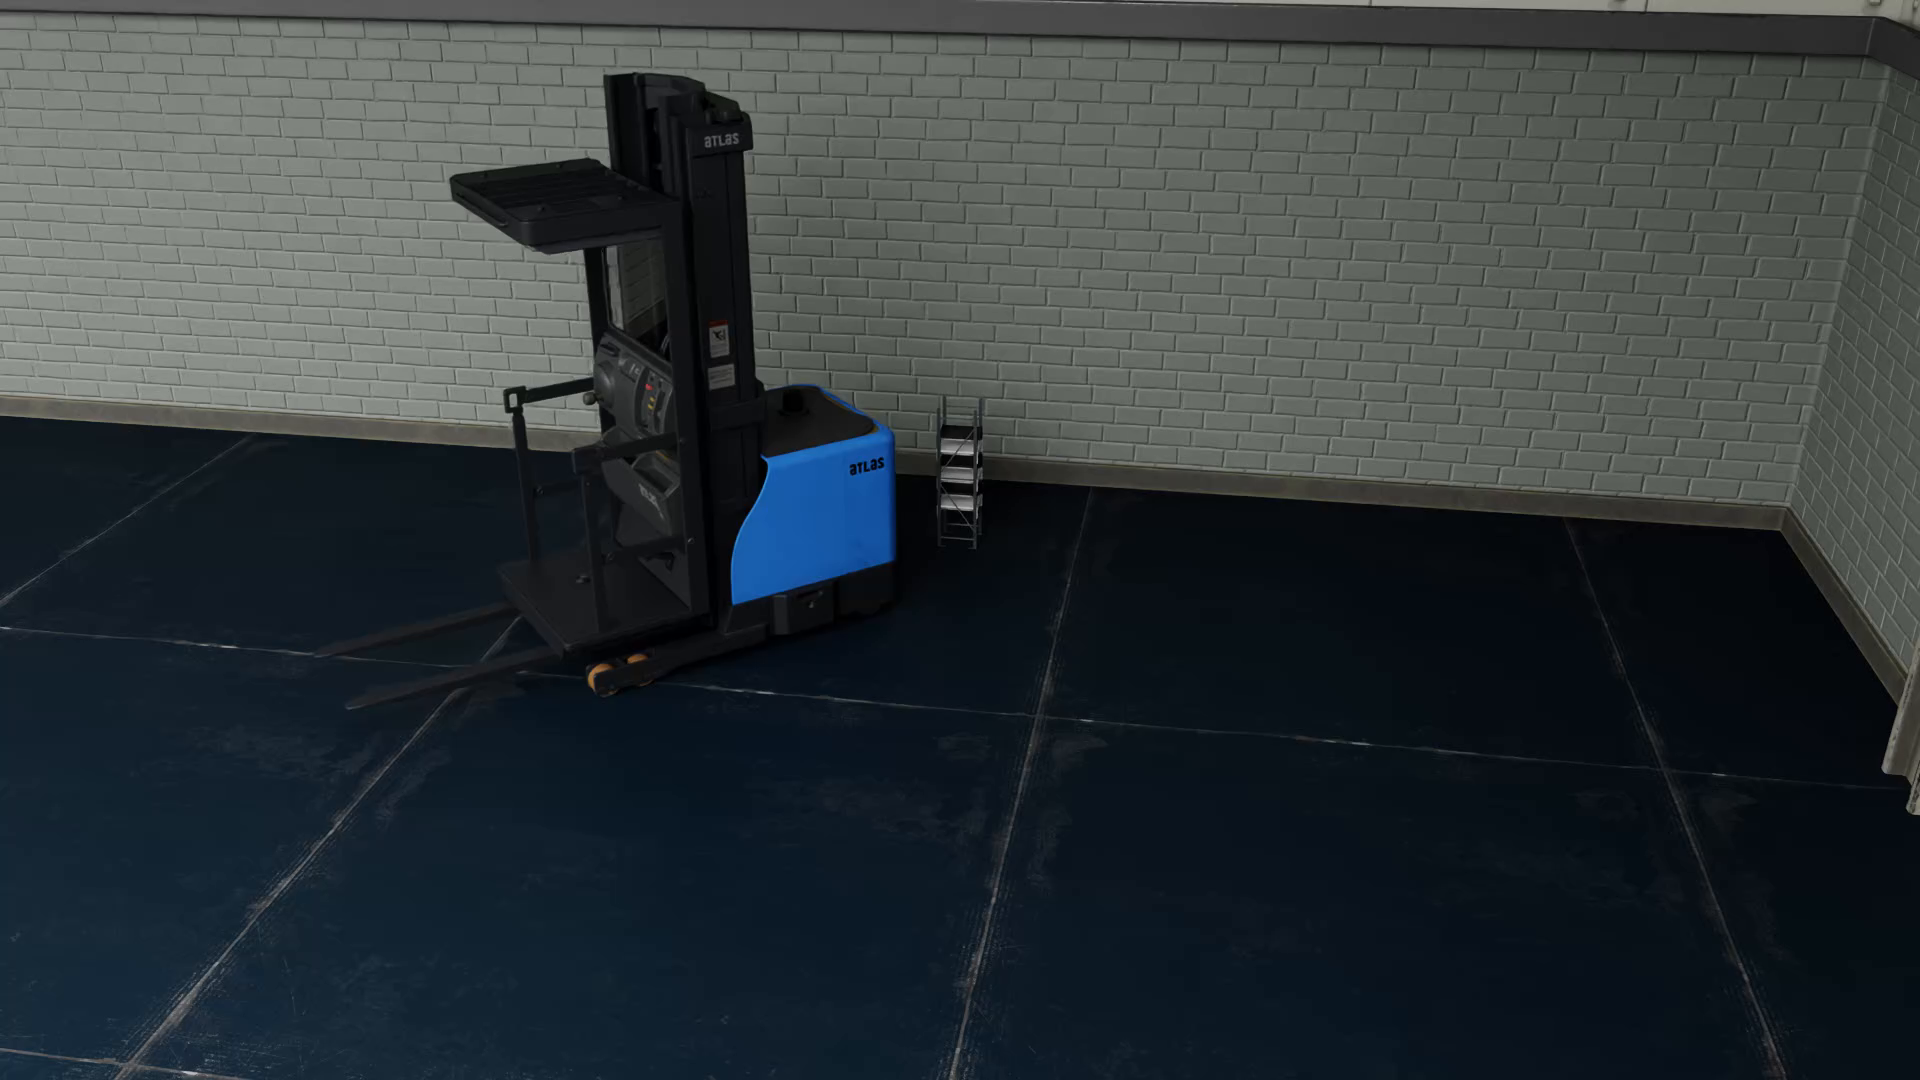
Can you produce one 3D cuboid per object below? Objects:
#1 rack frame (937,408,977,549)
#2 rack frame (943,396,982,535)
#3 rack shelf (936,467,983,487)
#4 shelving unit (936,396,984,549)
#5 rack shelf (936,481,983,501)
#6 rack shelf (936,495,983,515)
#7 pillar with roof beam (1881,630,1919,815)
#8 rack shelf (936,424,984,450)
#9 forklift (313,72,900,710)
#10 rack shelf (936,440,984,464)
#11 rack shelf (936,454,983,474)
[{"bbox_3d":[-0.018,-0.362,9.961,0.240,0.900,0.006,4,25,9],"label":"rack frame"},{"bbox_3d":[0.015,-0.447,10.143,0.240,0.900,0.006,4,25,9],"label":"rack frame"},{"bbox_3d":[-0.001,-0.374,10.066,0.258,0.077,0.200,4,25,9],"label":"rack shelf"},{"bbox_3d":[-0.001,-0.404,10.052,0.258,0.900,0.210,4,25,9],"label":"shelving unit"},{"bbox_3d":[-0.001,-0.292,10.104,0.258,0.077,0.200,4,25,9],"label":"rack shelf"},{"bbox_3d":[-0.001,-0.211,10.142,0.258,0.077,0.200,4,25,9],"label":"rack shelf"},{"bbox_3d":[0.268,-3.197,6.466,9.100,9.000,0.400,4,25,9],"label":"pillar with roof beam"},{"bbox_3d":[-0.001,-0.619,9.952,0.258,0.077,0.200,4,25,9],"label":"rack shelf"},{"bbox_3d":[-1.854,-0.779,8.458,3.031,2.935,1.130,-15,29,-29],"label":"forklift"},{"bbox_3d":[-0.001,-0.537,9.990,0.258,0.077,0.200,4,25,9],"label":"rack shelf"},{"bbox_3d":[-0.001,-0.455,10.028,0.258,0.077,0.200,4,25,9],"label":"rack shelf"}]
